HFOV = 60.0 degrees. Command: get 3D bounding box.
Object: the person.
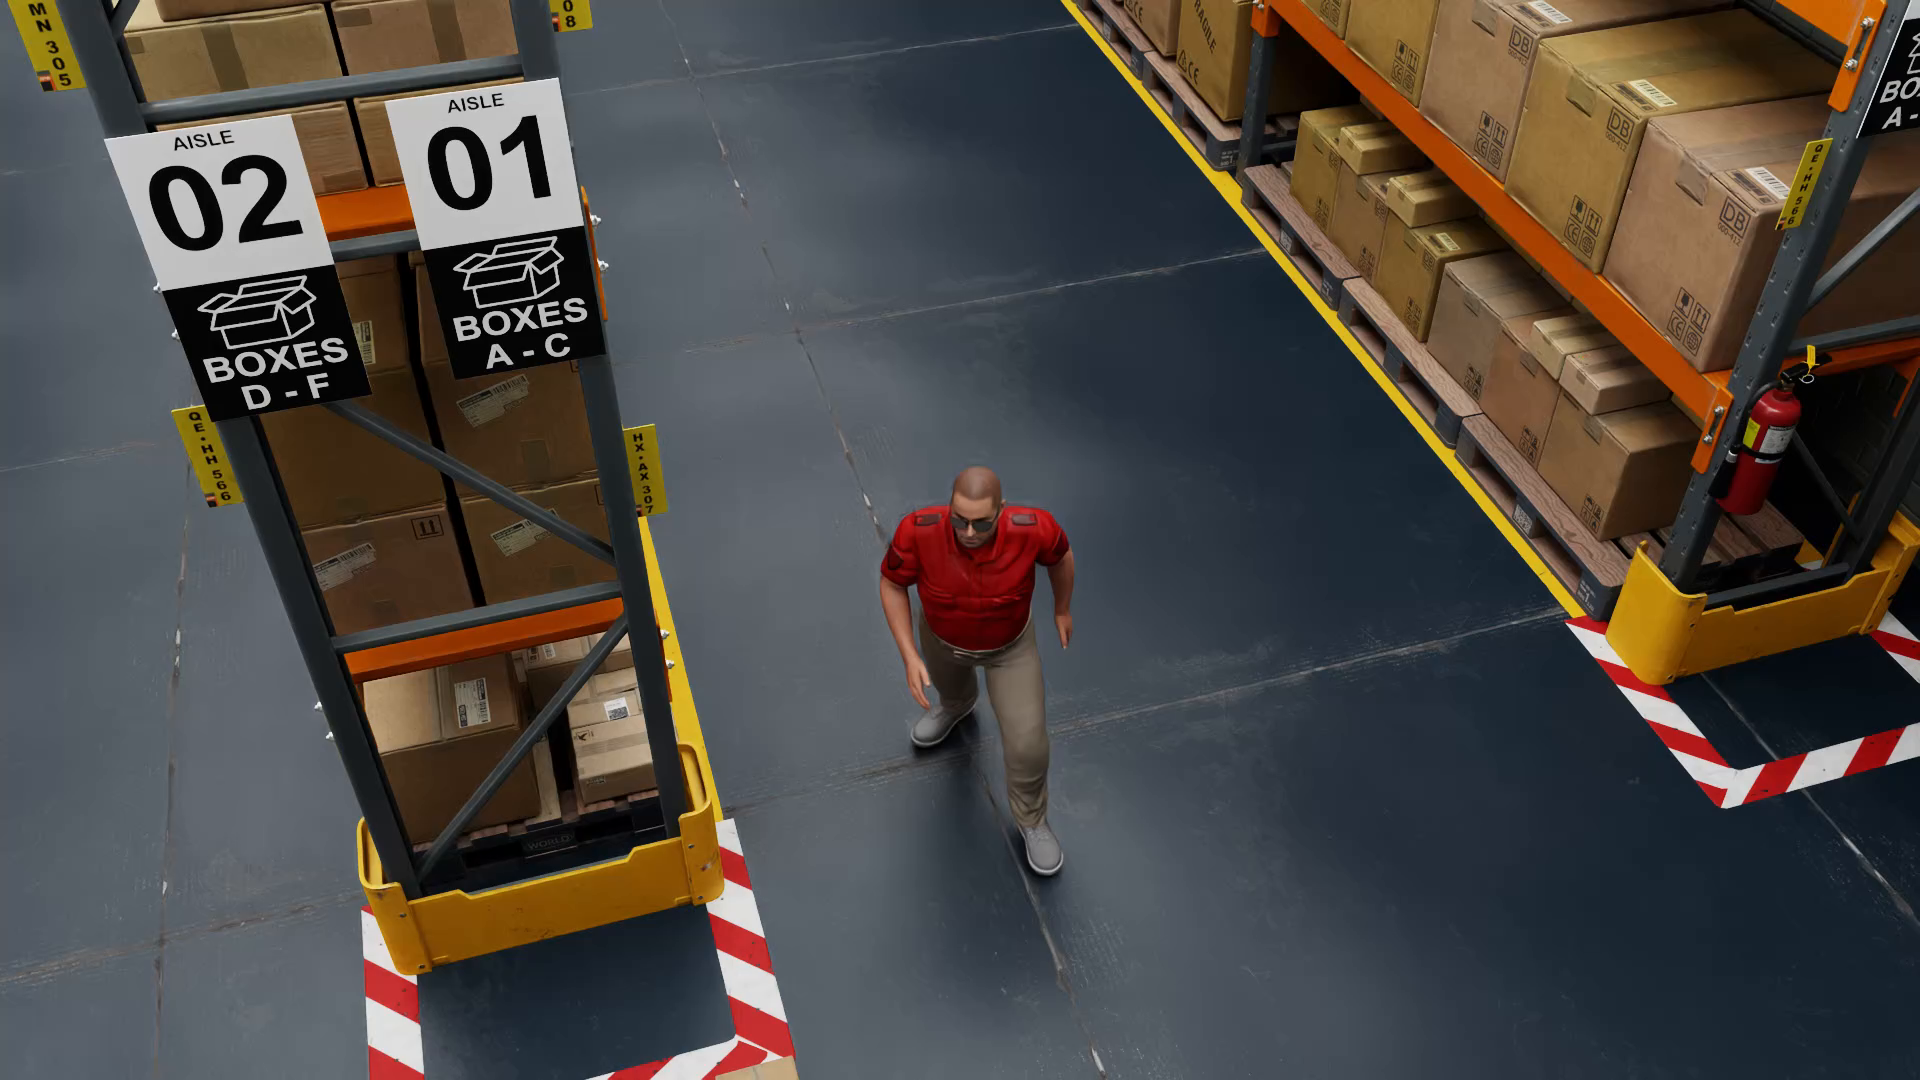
[{"bbox_3d":[0.091,0.325,5.831,0.702,1.660,0.837,7,42,8],"label":"person"}]
